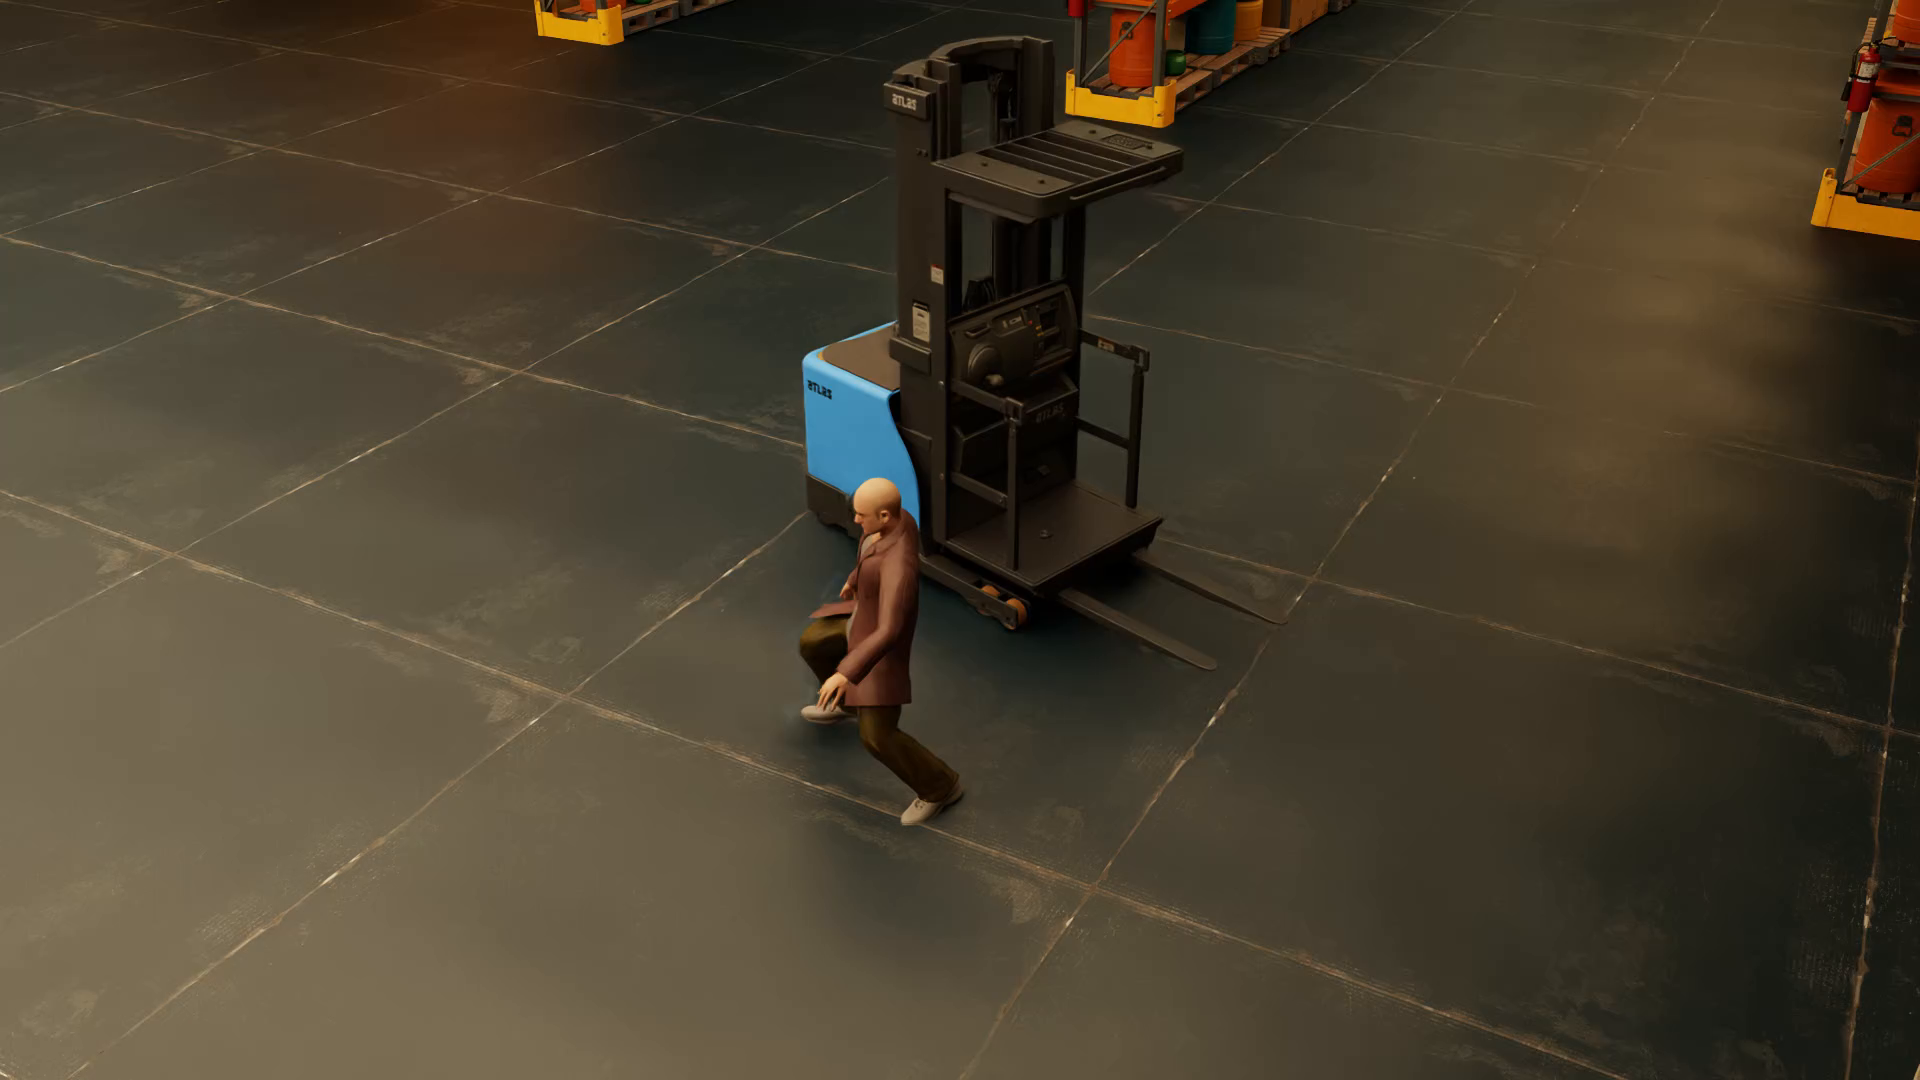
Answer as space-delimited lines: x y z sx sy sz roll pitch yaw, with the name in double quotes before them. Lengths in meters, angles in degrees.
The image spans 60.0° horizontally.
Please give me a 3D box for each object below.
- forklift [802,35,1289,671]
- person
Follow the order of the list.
"forklift" 0.449 -1.071 8.927 1.130 2.935 3.031 -26 39 -37
"person" -0.377 0.451 7.636 0.751 1.650 1.003 -3 30 -5
